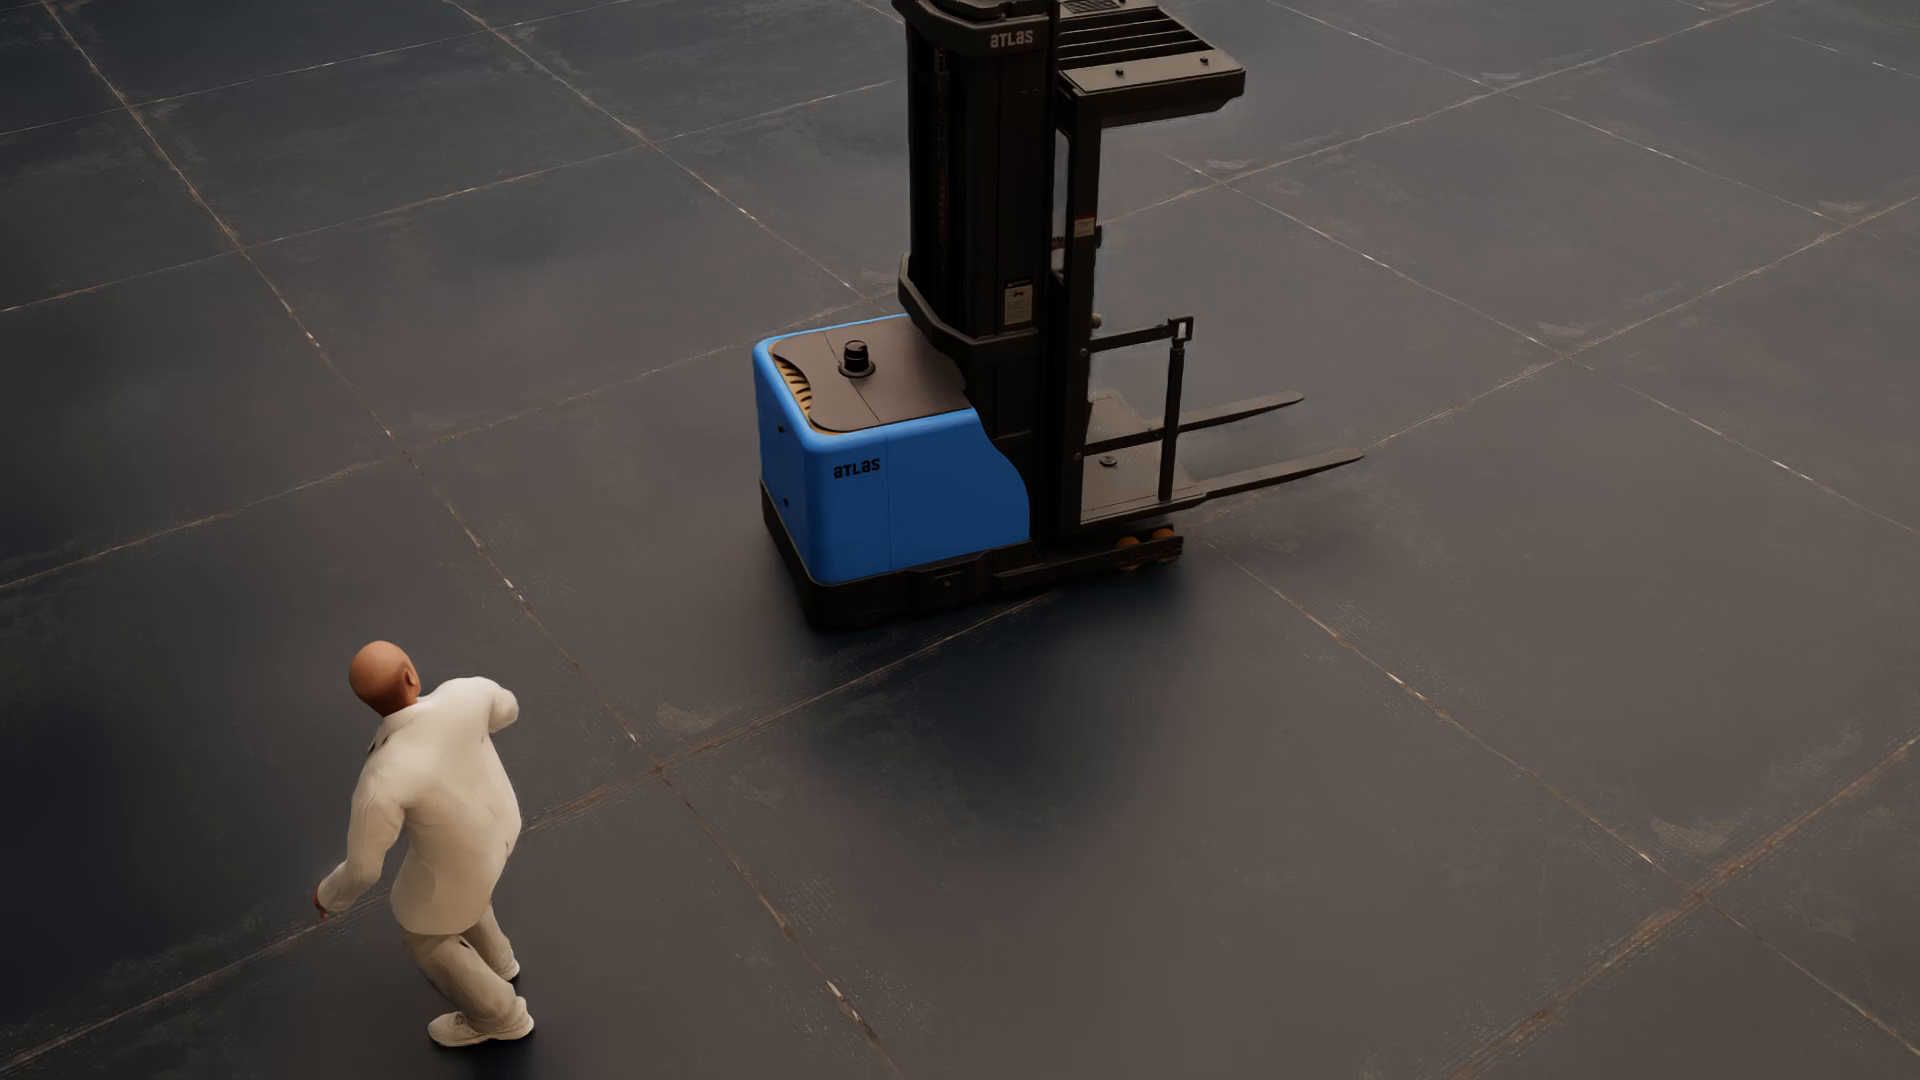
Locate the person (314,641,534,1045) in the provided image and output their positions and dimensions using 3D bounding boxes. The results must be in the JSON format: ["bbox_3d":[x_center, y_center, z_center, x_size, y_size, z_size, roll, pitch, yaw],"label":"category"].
[{"bbox_3d":[-1.786,1.022,5.602,0.546,1.730,0.817,11,38,14],"label":"person"}]

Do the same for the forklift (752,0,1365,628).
[{"bbox_3d":[0.570,-1.308,7.714,3.031,2.935,1.130,-13,38,-16],"label":"forklift"}]
